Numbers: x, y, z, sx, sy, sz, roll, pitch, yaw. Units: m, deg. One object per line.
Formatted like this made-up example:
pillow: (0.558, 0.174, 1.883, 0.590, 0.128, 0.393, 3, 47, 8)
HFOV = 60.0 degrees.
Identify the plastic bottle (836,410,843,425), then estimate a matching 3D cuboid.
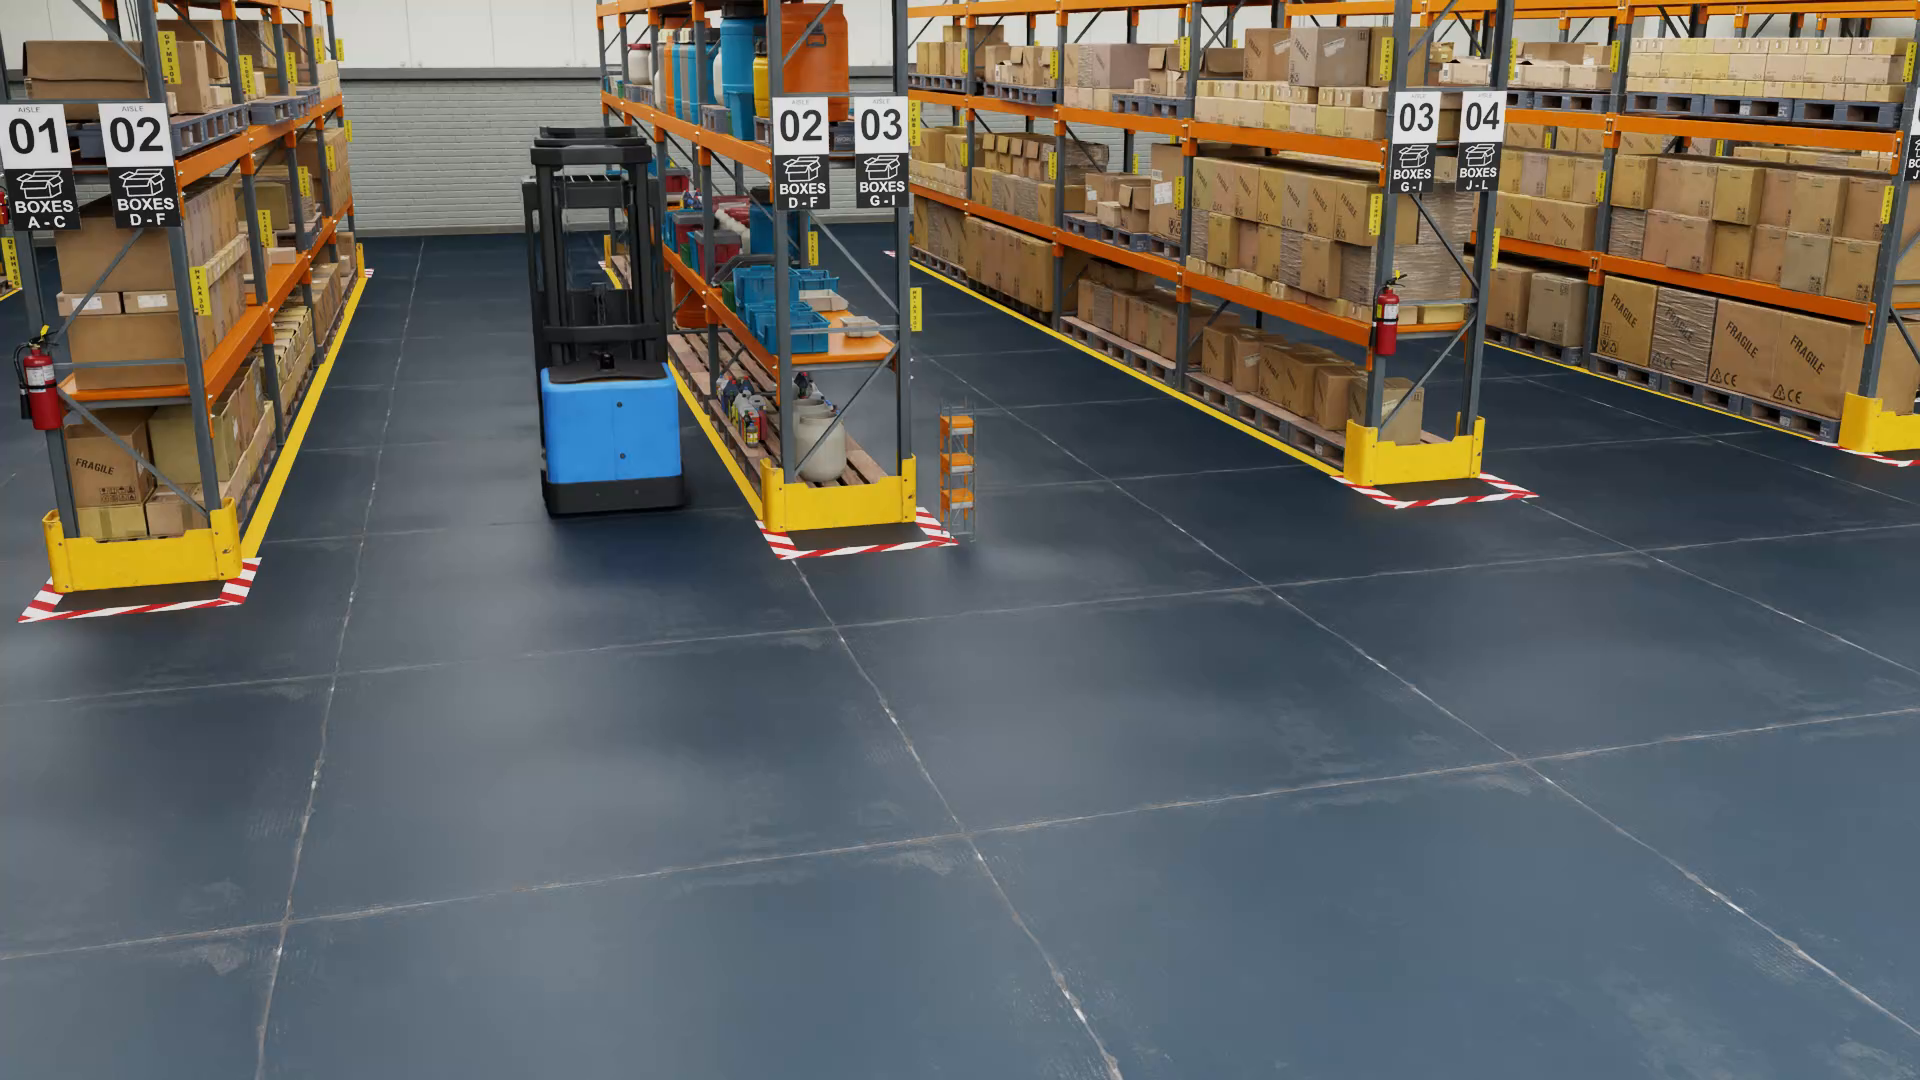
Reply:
plastic bottle: (-1.068, -0.996, 14.532, 0.097, 0.271, 0.097, 0, 17, 0)

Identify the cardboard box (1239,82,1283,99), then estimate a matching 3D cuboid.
cardboard box: (2.888, -4.296, 15.893, 0.380, 0.149, 0.250, -4, 17, -14)

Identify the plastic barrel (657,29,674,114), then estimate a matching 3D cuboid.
plastic barrel: (-3.051, -5.211, 18.501, 0.600, 0.901, 0.600, 0, 17, 0)

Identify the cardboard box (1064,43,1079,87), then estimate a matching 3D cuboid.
cardboard box: (1.576, -5.744, 20.103, 0.500, 0.500, 0.500, -5, 17, -15)

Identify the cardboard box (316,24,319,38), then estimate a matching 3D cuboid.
cardboard box: (-9.246, -6.877, 23.006, 0.700, 0.500, 0.500, -5, 17, -15)

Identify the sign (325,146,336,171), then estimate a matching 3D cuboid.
sign: (-8.398, -5.094, 22.184, 0.100, 0.325, 0.005, -5, 17, -15)

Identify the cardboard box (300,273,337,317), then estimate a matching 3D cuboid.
cardboard box: (-8.255, -3.118, 21.199, 0.500, 0.500, 0.500, -4, 17, -15)

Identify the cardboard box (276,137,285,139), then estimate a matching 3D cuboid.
cardboard box: (-9.462, -5.282, 22.911, 0.500, 0.500, 0.500, -5, 17, -16)

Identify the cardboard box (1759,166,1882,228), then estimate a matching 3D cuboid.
cardboard box: (8.362, -3.327, 16.176, 0.875, 0.550, 0.550, -5, 17, -15)

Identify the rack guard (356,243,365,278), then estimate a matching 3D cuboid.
rack guard: (-10.010, -4.383, 26.174, 1.175, 0.500, 0.348, -5, 17, -15)

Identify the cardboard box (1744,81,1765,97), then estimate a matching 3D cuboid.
cardboard box: (7.854, -4.374, 16.119, 0.380, 0.149, 0.250, -4, 17, -15)

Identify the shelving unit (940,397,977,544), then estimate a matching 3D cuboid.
shelving unit: (-0.014, -0.518, 12.350, 0.215, 1.050, 0.252, -5, 17, -15)

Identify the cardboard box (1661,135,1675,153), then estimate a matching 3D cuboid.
cardboard box: (10.680, -5.744, 24.449, 0.500, 0.500, 0.500, -4, 17, -14)

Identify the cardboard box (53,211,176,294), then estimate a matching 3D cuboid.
cardboard box: (-5.764, -1.989, 11.432, 0.700, 0.500, 0.500, -5, 17, -15)

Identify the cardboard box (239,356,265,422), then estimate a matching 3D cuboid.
cardboard box: (-6.269, -1.275, 14.229, 0.500, 0.500, 0.500, -5, 17, -15)

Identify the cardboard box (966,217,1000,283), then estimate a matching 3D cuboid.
cardboard box: (0.790, -4.285, 24.466, 1.225, 0.875, 0.875, -5, 17, -15)

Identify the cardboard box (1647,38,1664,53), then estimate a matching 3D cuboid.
cardboard box: (7.435, -5.177, 17.406, 0.380, 0.149, 0.250, -5, 17, -16)

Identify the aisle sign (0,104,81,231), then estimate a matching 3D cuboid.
aisle sign: (-5.898, -2.379, 10.639, 0.394, 0.787, 0.004, -5, 17, -15)

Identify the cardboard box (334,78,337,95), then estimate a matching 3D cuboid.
cardboard box: (-9.509, -6.705, 24.608, 0.500, 0.250, 0.500, -5, 17, -15)

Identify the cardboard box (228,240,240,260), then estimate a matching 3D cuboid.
cardboard box: (-6.311, -2.441, 14.064, 0.380, 0.149, 0.250, -5, 17, -17)

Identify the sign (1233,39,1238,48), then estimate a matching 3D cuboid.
sign: (4.831, -8.646, 29.270, 0.100, 0.325, 0.005, -5, 17, -15)

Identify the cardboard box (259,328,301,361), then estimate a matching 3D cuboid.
cardboard box: (-7.030, -1.994, 16.950, 0.500, 0.311, 0.500, -4, 17, -14)

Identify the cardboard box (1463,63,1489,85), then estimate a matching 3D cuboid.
cardboard box: (6.616, -5.792, 20.664, 0.500, 0.250, 0.500, -4, 17, -14)

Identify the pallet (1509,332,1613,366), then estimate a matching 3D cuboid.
pallet: (7.306, -2.300, 19.742, 1.003, 0.211, 1.213, -5, 17, -15)

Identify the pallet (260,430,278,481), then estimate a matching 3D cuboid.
pallet: (-6.554, -0.723, 14.492, 1.003, 0.211, 1.213, -5, 17, -15)

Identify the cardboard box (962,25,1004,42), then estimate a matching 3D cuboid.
cardboard box: (0.343, -7.630, 25.044, 0.500, 0.250, 0.500, -6, 18, -19)

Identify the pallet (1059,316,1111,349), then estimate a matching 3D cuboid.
pallet: (1.907, -2.619, 20.803, 1.003, 0.211, 1.213, -5, 17, -15)

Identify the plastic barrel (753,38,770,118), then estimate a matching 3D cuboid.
plastic barrel: (-1.305, -3.599, 12.949, 0.600, 0.588, 0.600, 0, 17, 0)

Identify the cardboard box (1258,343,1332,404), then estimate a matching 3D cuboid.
cardboard box: (3.276, -1.631, 16.282, 0.500, 0.500, 0.500, -6, 18, -20)

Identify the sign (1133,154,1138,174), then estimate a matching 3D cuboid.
sign: (2.213, -4.733, 21.118, 0.100, 0.325, 0.005, -5, 17, -15)

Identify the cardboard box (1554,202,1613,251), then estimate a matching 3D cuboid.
cardboard box: (7.190, -3.599, 19.046, 0.500, 0.500, 0.500, -5, 17, -16)

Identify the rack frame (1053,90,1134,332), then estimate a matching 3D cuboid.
rack frame: (1.694, -4.170, 21.122, 1.000, 3.000, 0.127, -5, 17, -15)

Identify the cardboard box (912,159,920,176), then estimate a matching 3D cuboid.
cardboard box: (-0.483, -6.157, 27.477, 0.500, 0.250, 0.500, -5, 17, -16)

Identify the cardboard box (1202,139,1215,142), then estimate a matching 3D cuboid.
cardboard box: (4.427, -6.987, 28.069, 0.500, 0.500, 0.500, -5, 17, -16)

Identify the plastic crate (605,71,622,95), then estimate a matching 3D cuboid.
plastic crate: (-5.111, -6.954, 25.283, 0.504, 0.338, 0.767, -5, 17, -15)

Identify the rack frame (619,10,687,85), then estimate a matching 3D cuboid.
rack frame: (-4.167, -7.758, 22.638, 1.000, 3.000, 0.127, -5, 17, -15)

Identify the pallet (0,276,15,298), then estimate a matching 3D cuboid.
pallet: (-14.497, -3.658, 24.263, 1.003, 0.211, 1.213, -5, 17, -15)

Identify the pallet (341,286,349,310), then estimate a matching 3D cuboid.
pallet: (-9.119, -3.349, 23.235, 1.003, 0.211, 1.213, -5, 17, -15)

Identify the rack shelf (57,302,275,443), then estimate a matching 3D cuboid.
rack shelf: (-6.183, -1.384, 13.096, 1.077, 0.370, 4.000, -5, 17, -15)

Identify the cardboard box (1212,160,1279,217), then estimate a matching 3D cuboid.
cardboard box: (2.811, -3.450, 16.296, 0.500, 0.500, 0.500, -5, 17, -15)

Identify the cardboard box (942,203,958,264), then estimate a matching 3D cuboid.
cardboard box: (0.243, -4.898, 26.508, 0.875, 0.875, 0.875, -5, 17, -15)

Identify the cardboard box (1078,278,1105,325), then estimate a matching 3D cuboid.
cardboard box: (1.897, -3.000, 20.806, 0.700, 0.500, 0.500, -6, 18, -18)

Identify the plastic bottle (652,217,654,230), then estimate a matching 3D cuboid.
plastic bottle: (-3.828, -4.021, 20.968, 0.097, 0.201, 0.097, 0, 17, 0)

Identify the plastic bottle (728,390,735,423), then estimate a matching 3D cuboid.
plastic bottle: (-2.089, -1.225, 15.273, 0.061, 0.283, 0.133, -4, 17, -13)

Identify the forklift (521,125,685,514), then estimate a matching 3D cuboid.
forklift: (-3.049, -1.989, 13.980, 1.130, 2.935, 3.031, -4, 17, -14)

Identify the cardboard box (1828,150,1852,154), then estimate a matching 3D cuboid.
cardboard box: (11.907, -4.960, 22.329, 0.500, 0.500, 0.500, -6, 18, -19)

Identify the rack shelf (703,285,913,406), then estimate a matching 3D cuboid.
rack shelf: (-1.419, -1.775, 14.396, 1.077, 0.370, 4.000, -5, 17, -15)

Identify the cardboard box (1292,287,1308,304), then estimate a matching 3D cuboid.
cardboard box: (3.257, -2.244, 15.146, 0.380, 0.149, 0.250, -5, 17, -15)

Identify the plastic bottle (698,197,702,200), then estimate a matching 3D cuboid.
plastic bottle: (-3.472, -4.465, 22.317, 0.152, 0.276, 0.135, -5, 17, -15)

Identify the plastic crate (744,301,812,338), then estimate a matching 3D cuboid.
plastic crate: (-1.468, -1.790, 13.454, 0.499, 0.251, 0.408, -5, 17, -15)

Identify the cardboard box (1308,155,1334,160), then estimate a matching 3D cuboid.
cardboard box: (5.345, -5.574, 24.466, 0.380, 0.149, 0.250, -5, 17, -16)

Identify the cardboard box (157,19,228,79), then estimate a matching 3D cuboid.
cardboard box: (-6.864, -4.381, 14.834, 0.500, 0.500, 0.500, -4, 17, -15)

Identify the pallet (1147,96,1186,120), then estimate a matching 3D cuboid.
pallet: (2.726, -4.590, 17.630, 1.213, 0.211, 1.003, -5, 17, -15)

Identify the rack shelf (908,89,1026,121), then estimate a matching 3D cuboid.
rack shelf: (0.045, -6.922, 26.319, 1.077, 0.370, 4.000, -5, 17, -15)
